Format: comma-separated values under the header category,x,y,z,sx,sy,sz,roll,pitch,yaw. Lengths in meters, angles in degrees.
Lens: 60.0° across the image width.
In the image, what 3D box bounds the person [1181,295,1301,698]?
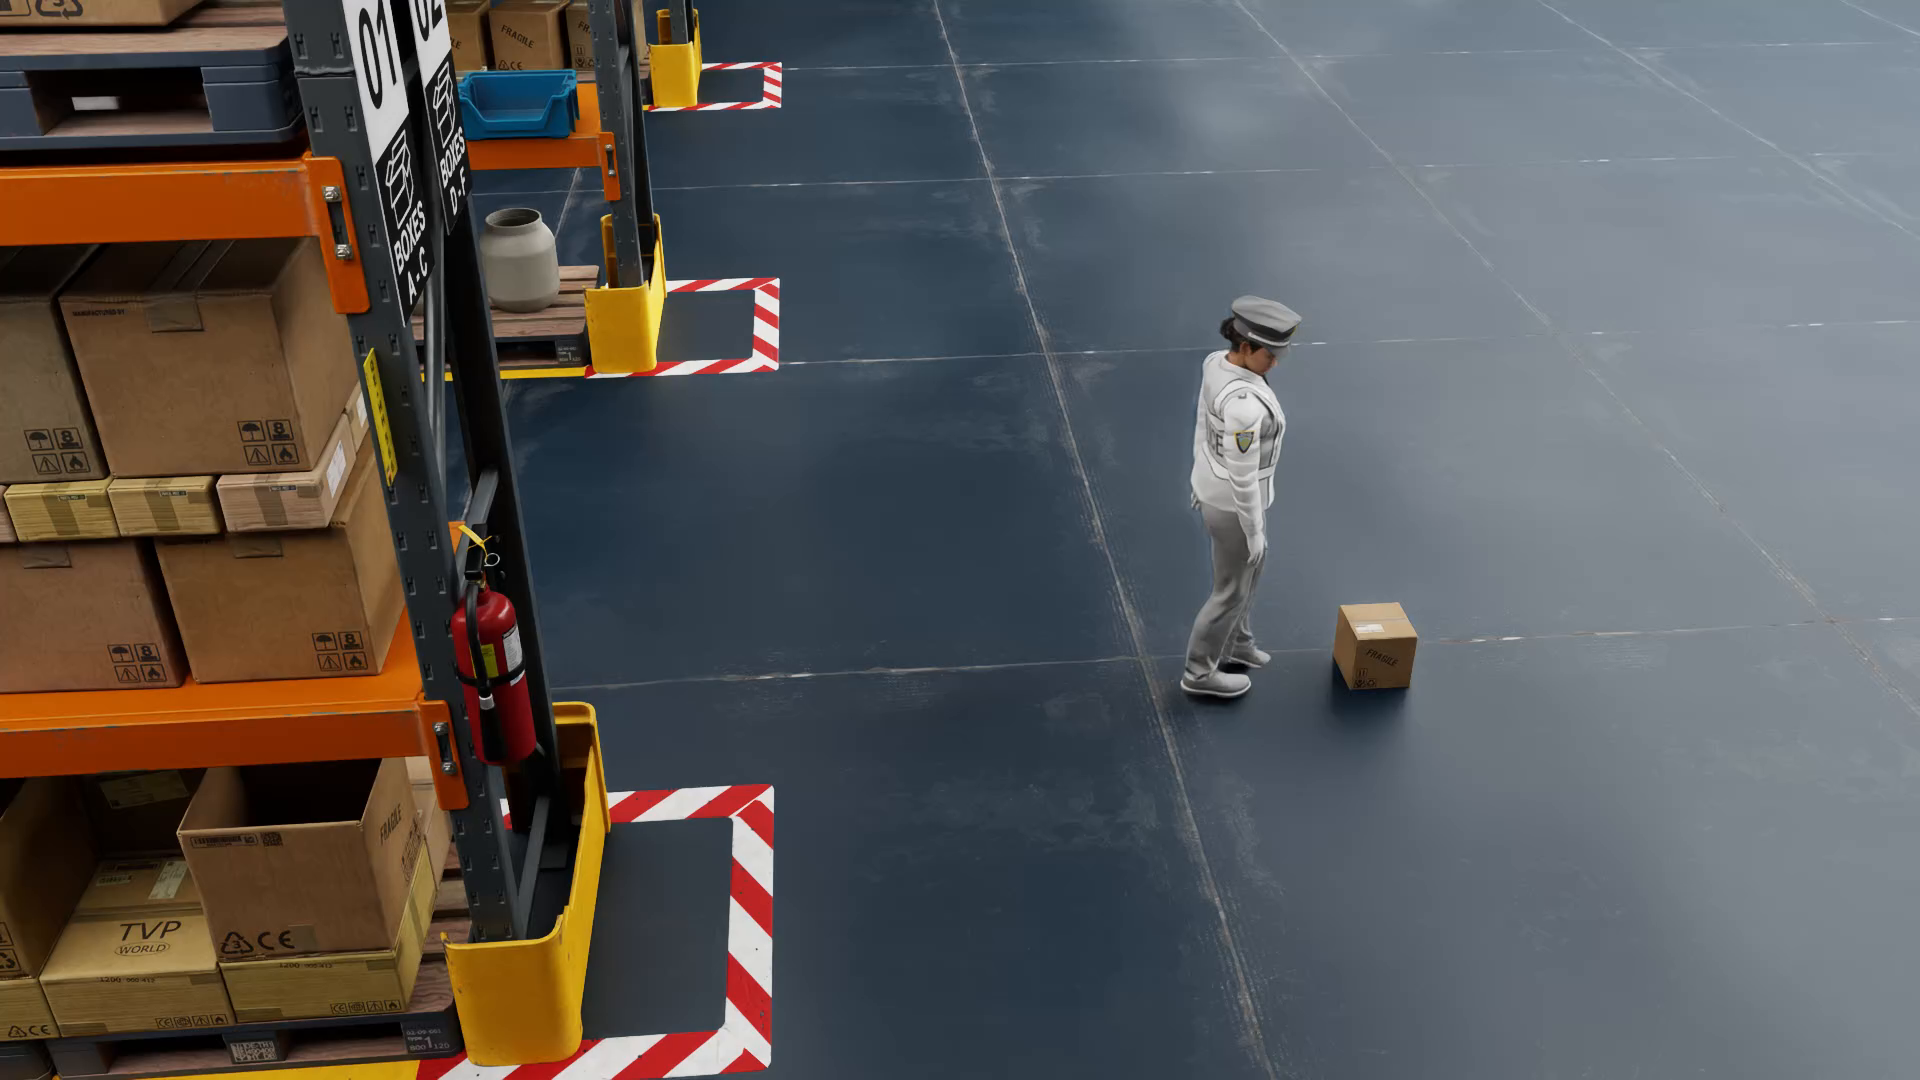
category,x,y,z,sx,sy,sz,roll,pitch,yaw
person,1.095,-0.109,6.328,0.436,1.722,0.521,-3,31,-5
